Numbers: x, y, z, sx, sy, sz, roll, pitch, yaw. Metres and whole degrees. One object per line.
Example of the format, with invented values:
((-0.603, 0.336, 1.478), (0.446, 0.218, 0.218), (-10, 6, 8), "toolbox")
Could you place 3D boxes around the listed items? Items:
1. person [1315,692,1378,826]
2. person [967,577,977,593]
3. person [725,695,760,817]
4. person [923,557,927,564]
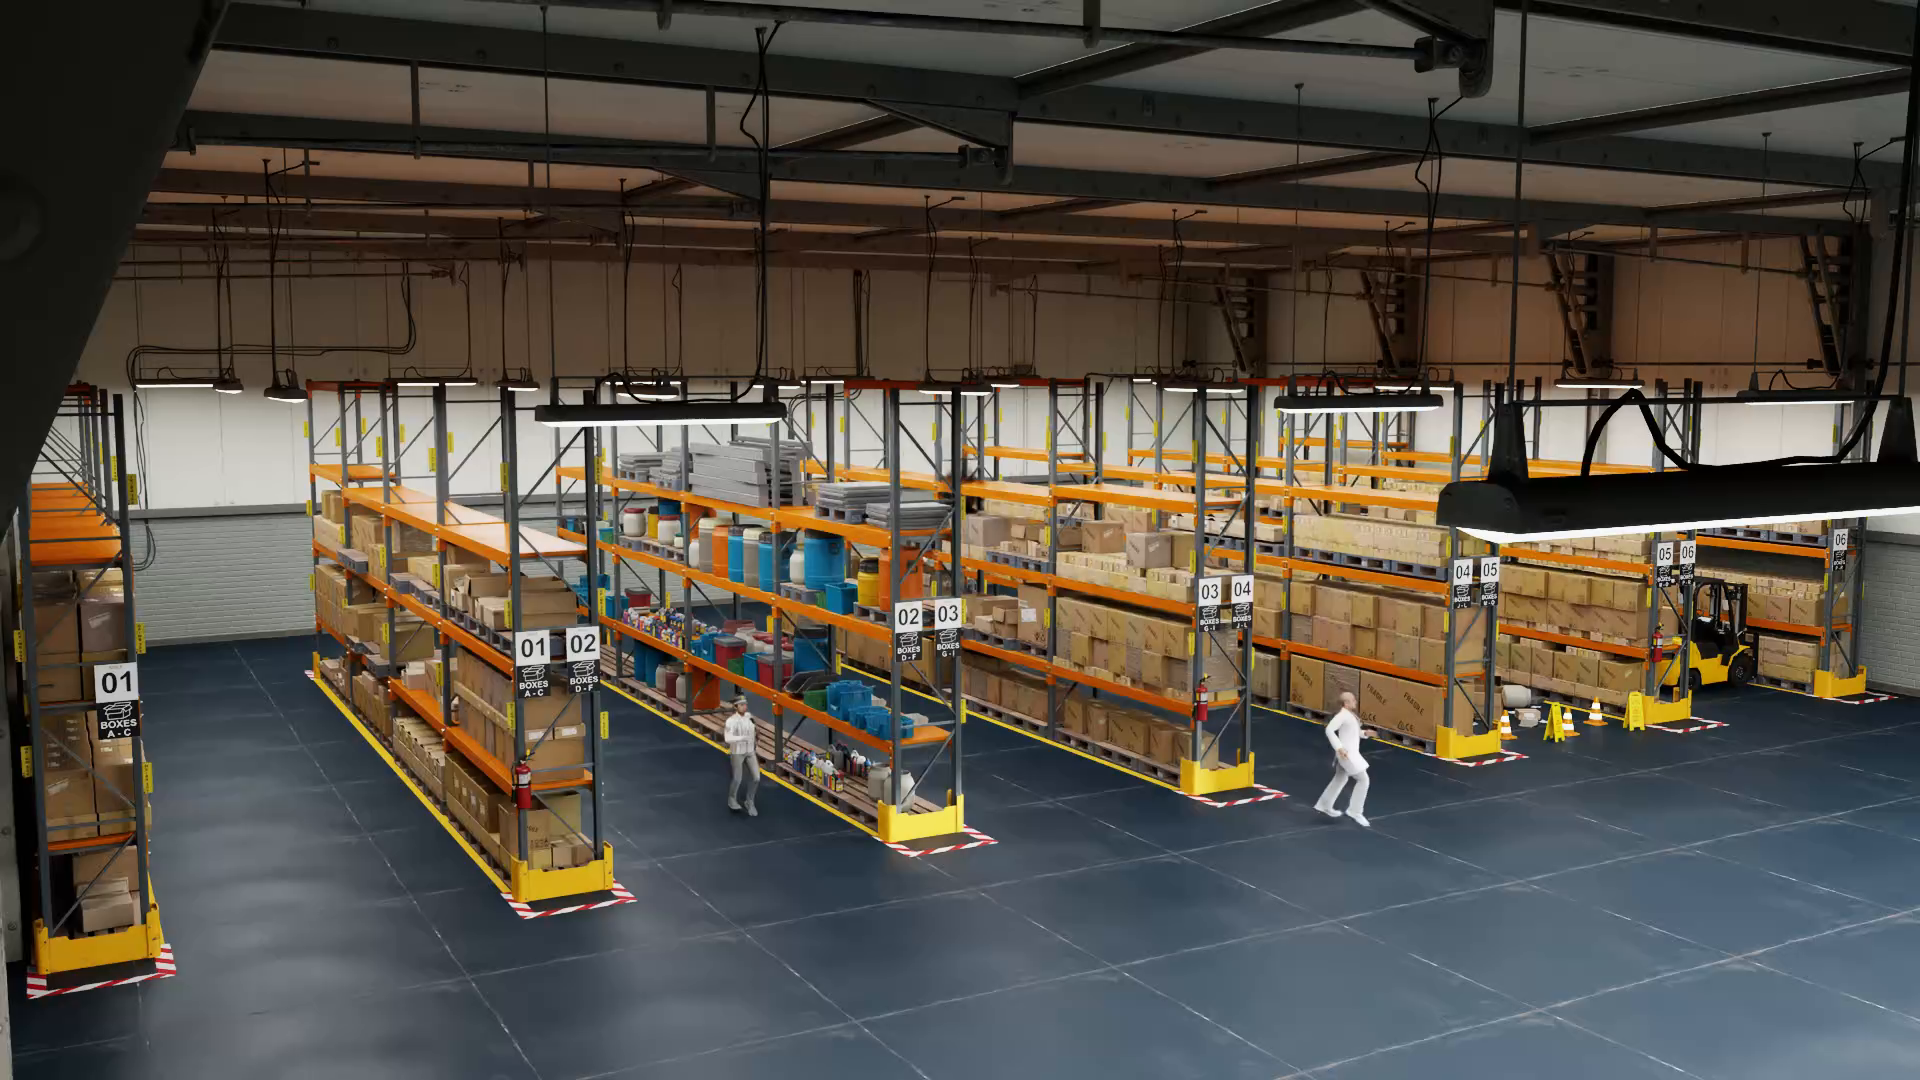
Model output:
((5.332, 3.009, 22.954), (0.831, 1.837, 0.674), (1, 6, 12), "person")
((0.160, 0.963, 42.229), (0.900, 1.759, 0.739), (1, 6, 14), "person")
((-3.030, 3.018, 23.301), (0.592, 1.734, 0.672), (-4, 8, -36), "person")
((-1.089, 1.189, 41.076), (0.786, 1.568, 0.686), (2, 6, 14), "person")
